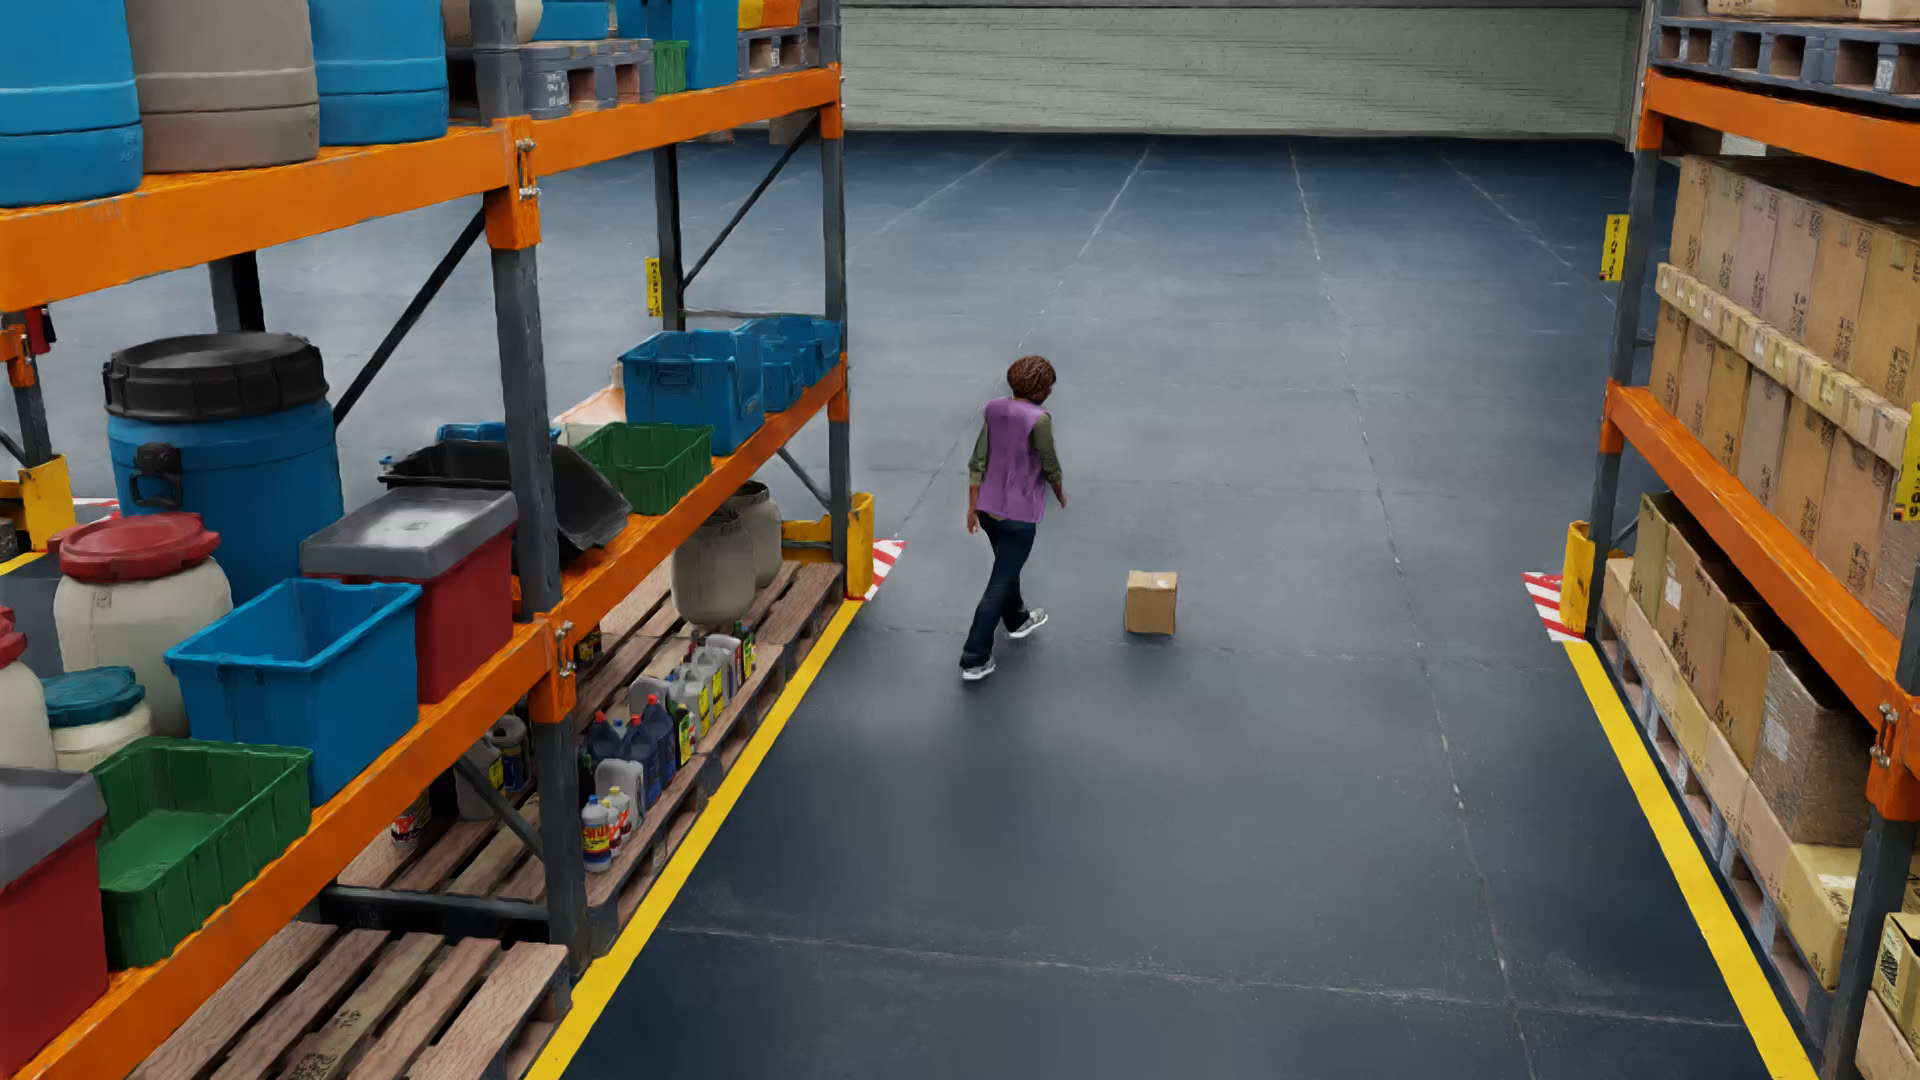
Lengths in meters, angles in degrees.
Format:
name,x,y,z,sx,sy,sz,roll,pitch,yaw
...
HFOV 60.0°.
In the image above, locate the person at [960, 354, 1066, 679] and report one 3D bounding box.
name,x,y,z,sx,sy,sz,roll,pitch,yaw
person,0.272,-0.144,8.033,0.832,1.536,0.458,-17,25,-42
